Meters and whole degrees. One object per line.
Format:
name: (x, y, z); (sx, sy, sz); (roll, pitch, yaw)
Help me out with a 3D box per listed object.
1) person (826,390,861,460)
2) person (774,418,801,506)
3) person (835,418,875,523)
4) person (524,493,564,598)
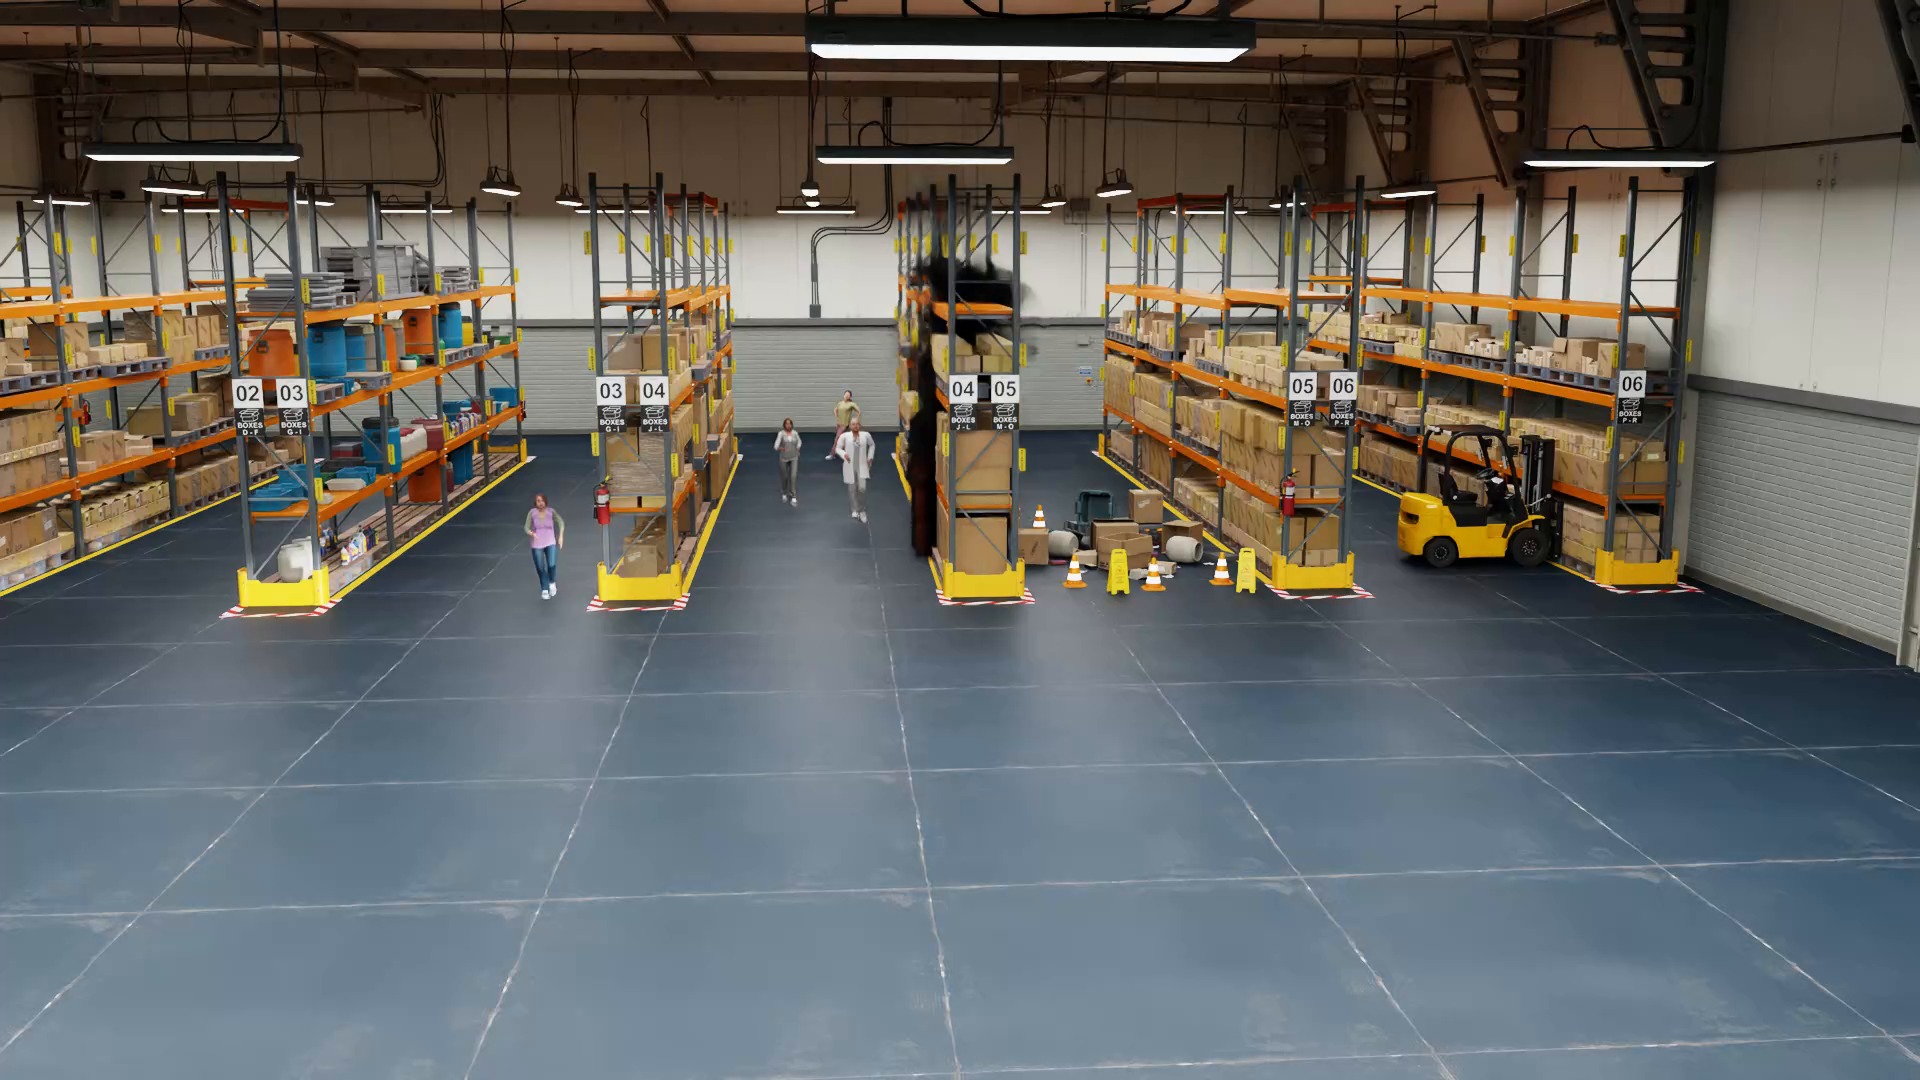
person: (-2.767, -2.724, 39.286); (0.627, 1.616, 0.942); (7, 12, 35)
person: (-3.166, -1.451, 30.776); (0.545, 1.615, 0.834); (-3, 10, -16)
person: (-1.815, -1.205, 28.940); (0.703, 1.836, 0.727); (-1, 10, -5)
person: (-5.921, 0.091, 23.709); (0.553, 1.549, 0.665); (-2, 10, -11)
